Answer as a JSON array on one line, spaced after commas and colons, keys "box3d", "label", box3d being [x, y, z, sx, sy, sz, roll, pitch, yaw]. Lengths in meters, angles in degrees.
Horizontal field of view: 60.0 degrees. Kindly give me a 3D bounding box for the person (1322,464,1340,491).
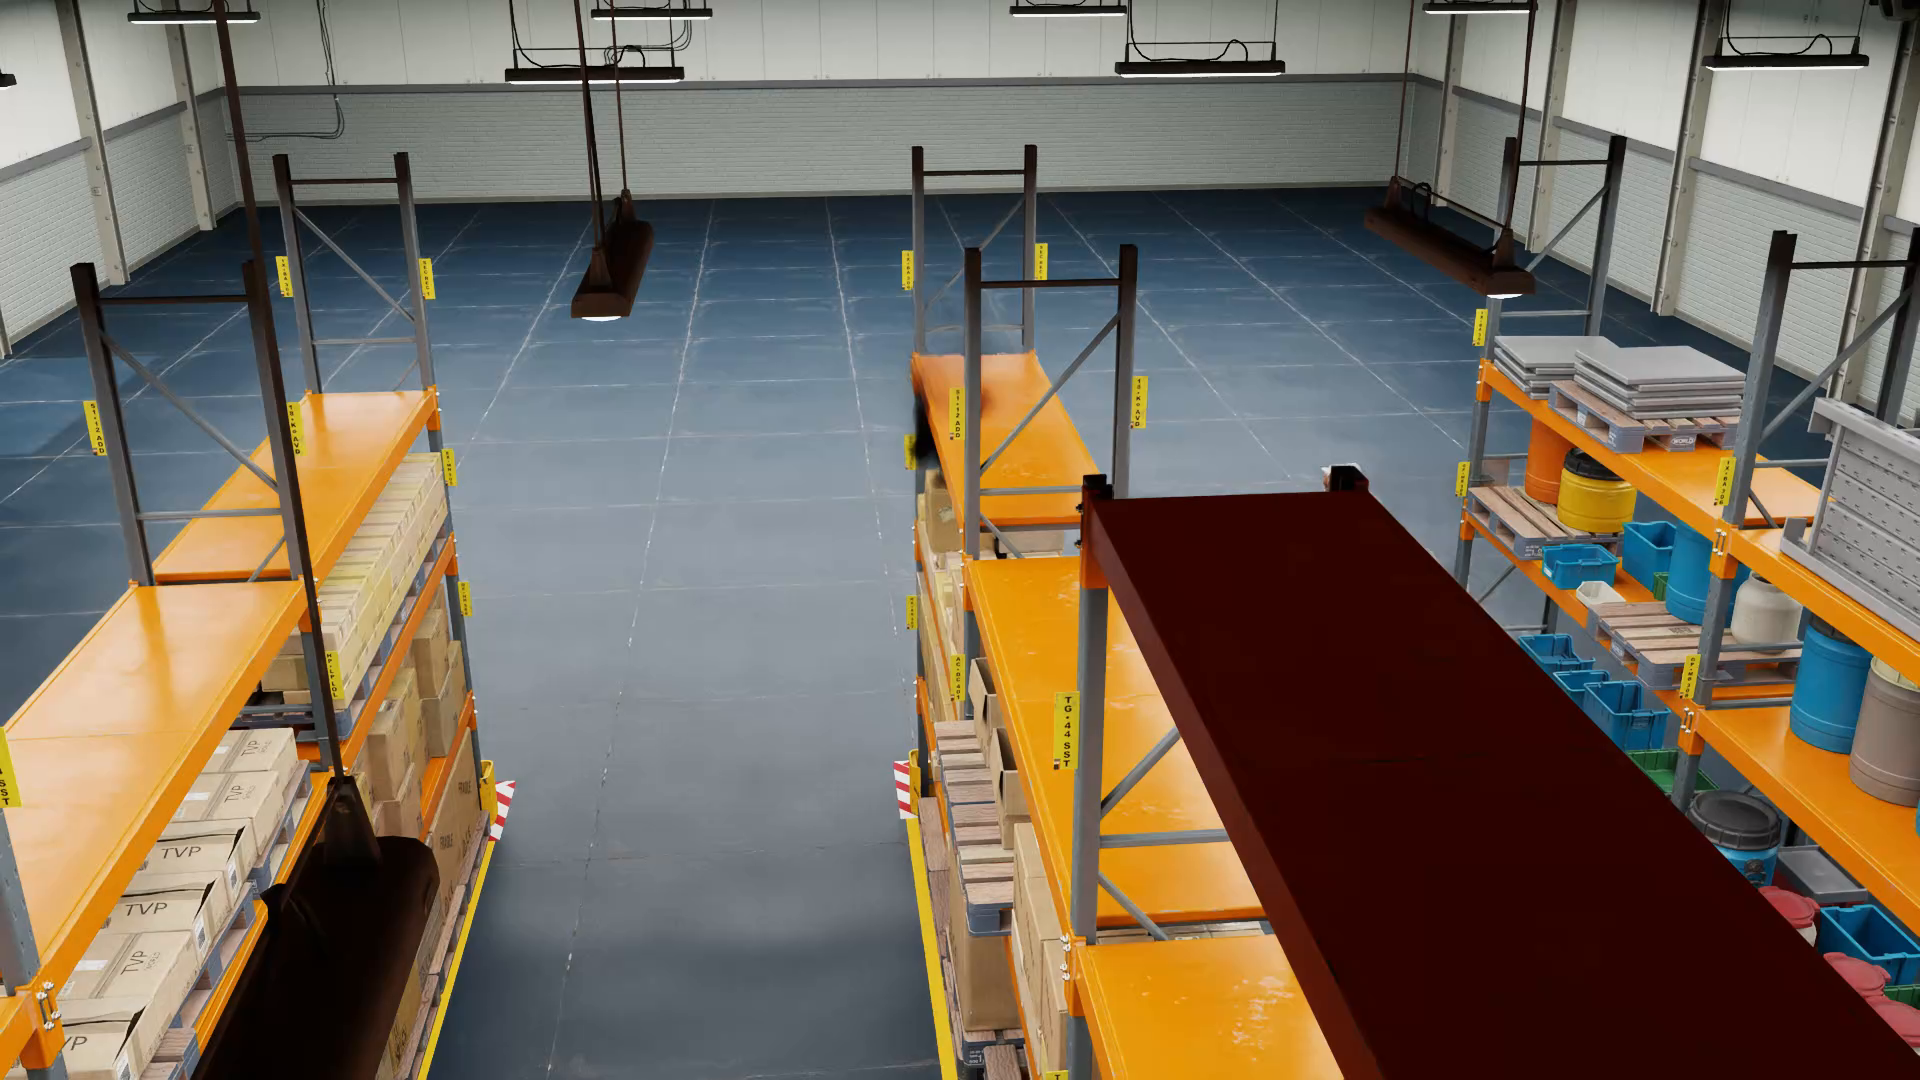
[{"box3d": [4.349, -0.061, 19.458, 0.602, 1.737, 0.689, 6, 22, 15], "label": "person"}]
